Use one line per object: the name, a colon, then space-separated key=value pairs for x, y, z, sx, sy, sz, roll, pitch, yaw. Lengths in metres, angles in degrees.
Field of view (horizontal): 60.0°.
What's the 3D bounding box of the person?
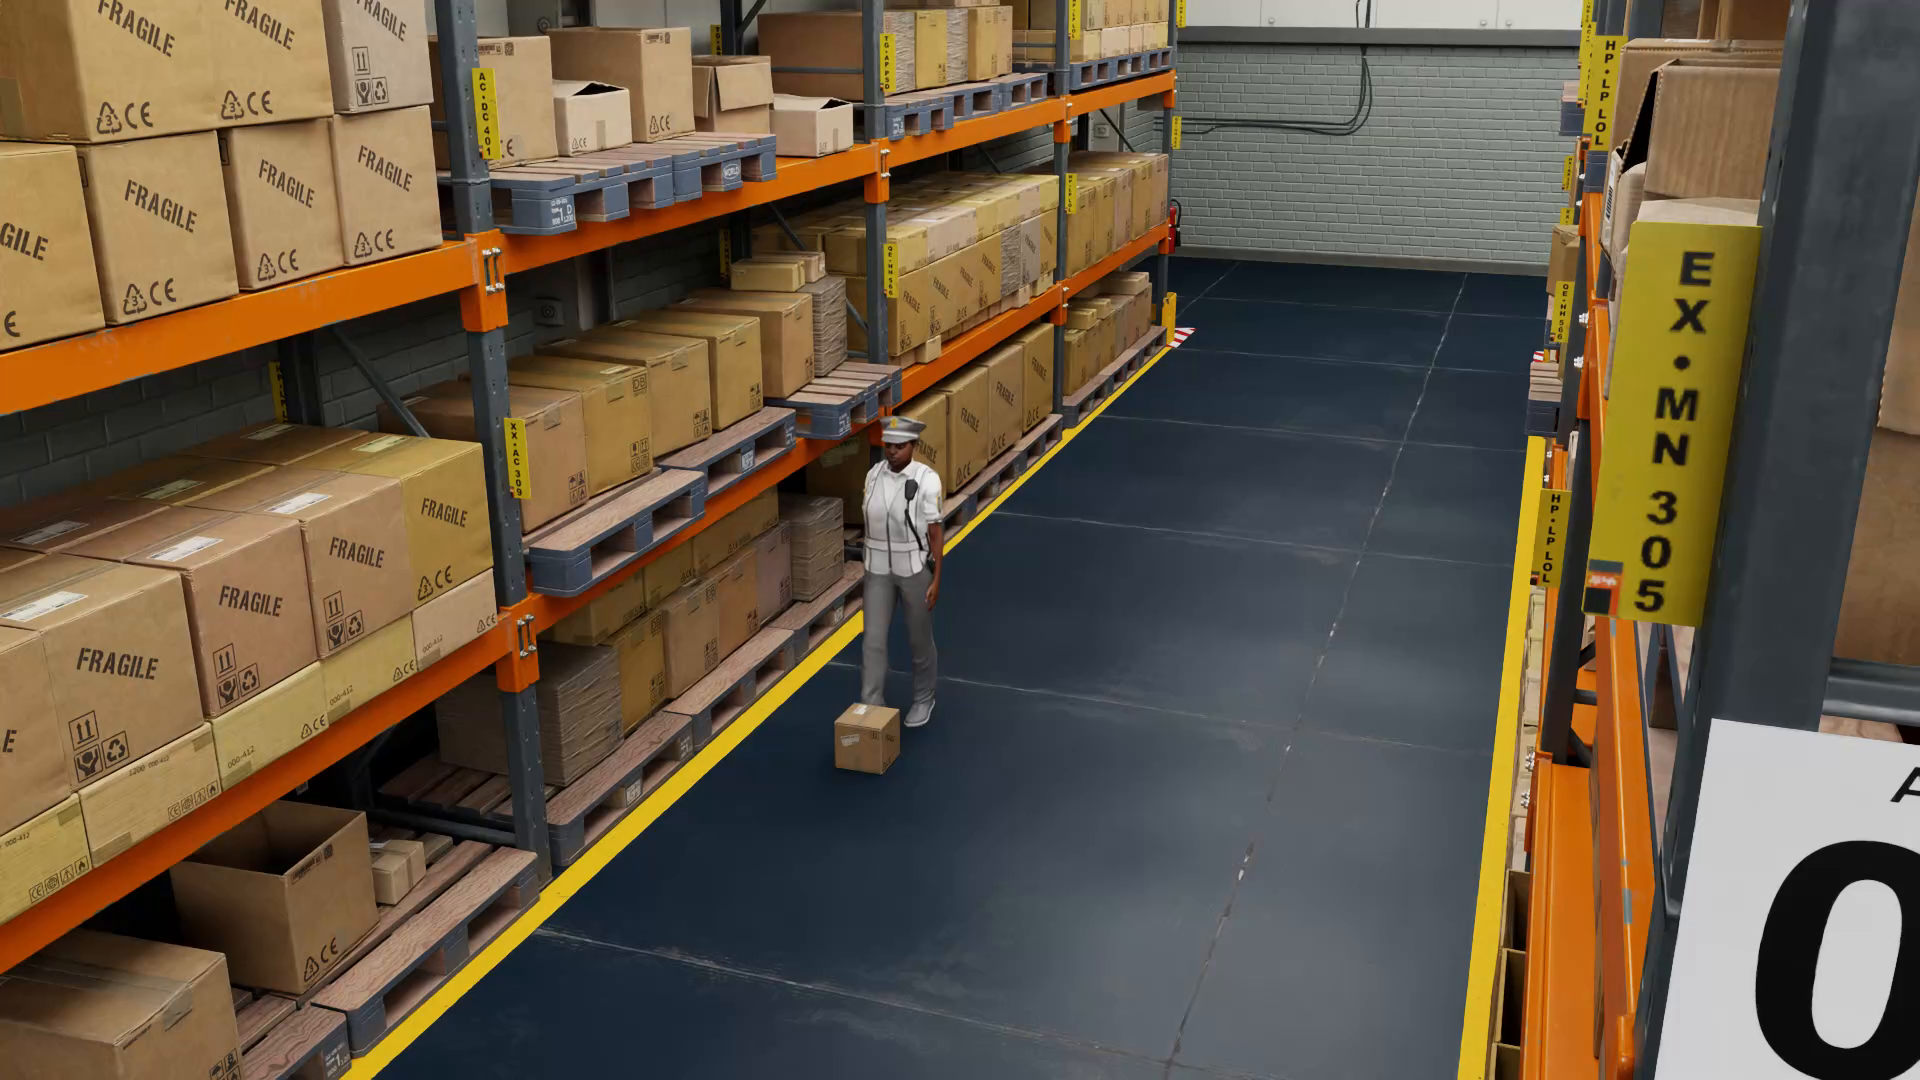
person: x=-0.328 y=0.194 z=8.461 sx=0.455 sy=1.688 sz=0.611 roll=6 pitch=20 yaw=18
